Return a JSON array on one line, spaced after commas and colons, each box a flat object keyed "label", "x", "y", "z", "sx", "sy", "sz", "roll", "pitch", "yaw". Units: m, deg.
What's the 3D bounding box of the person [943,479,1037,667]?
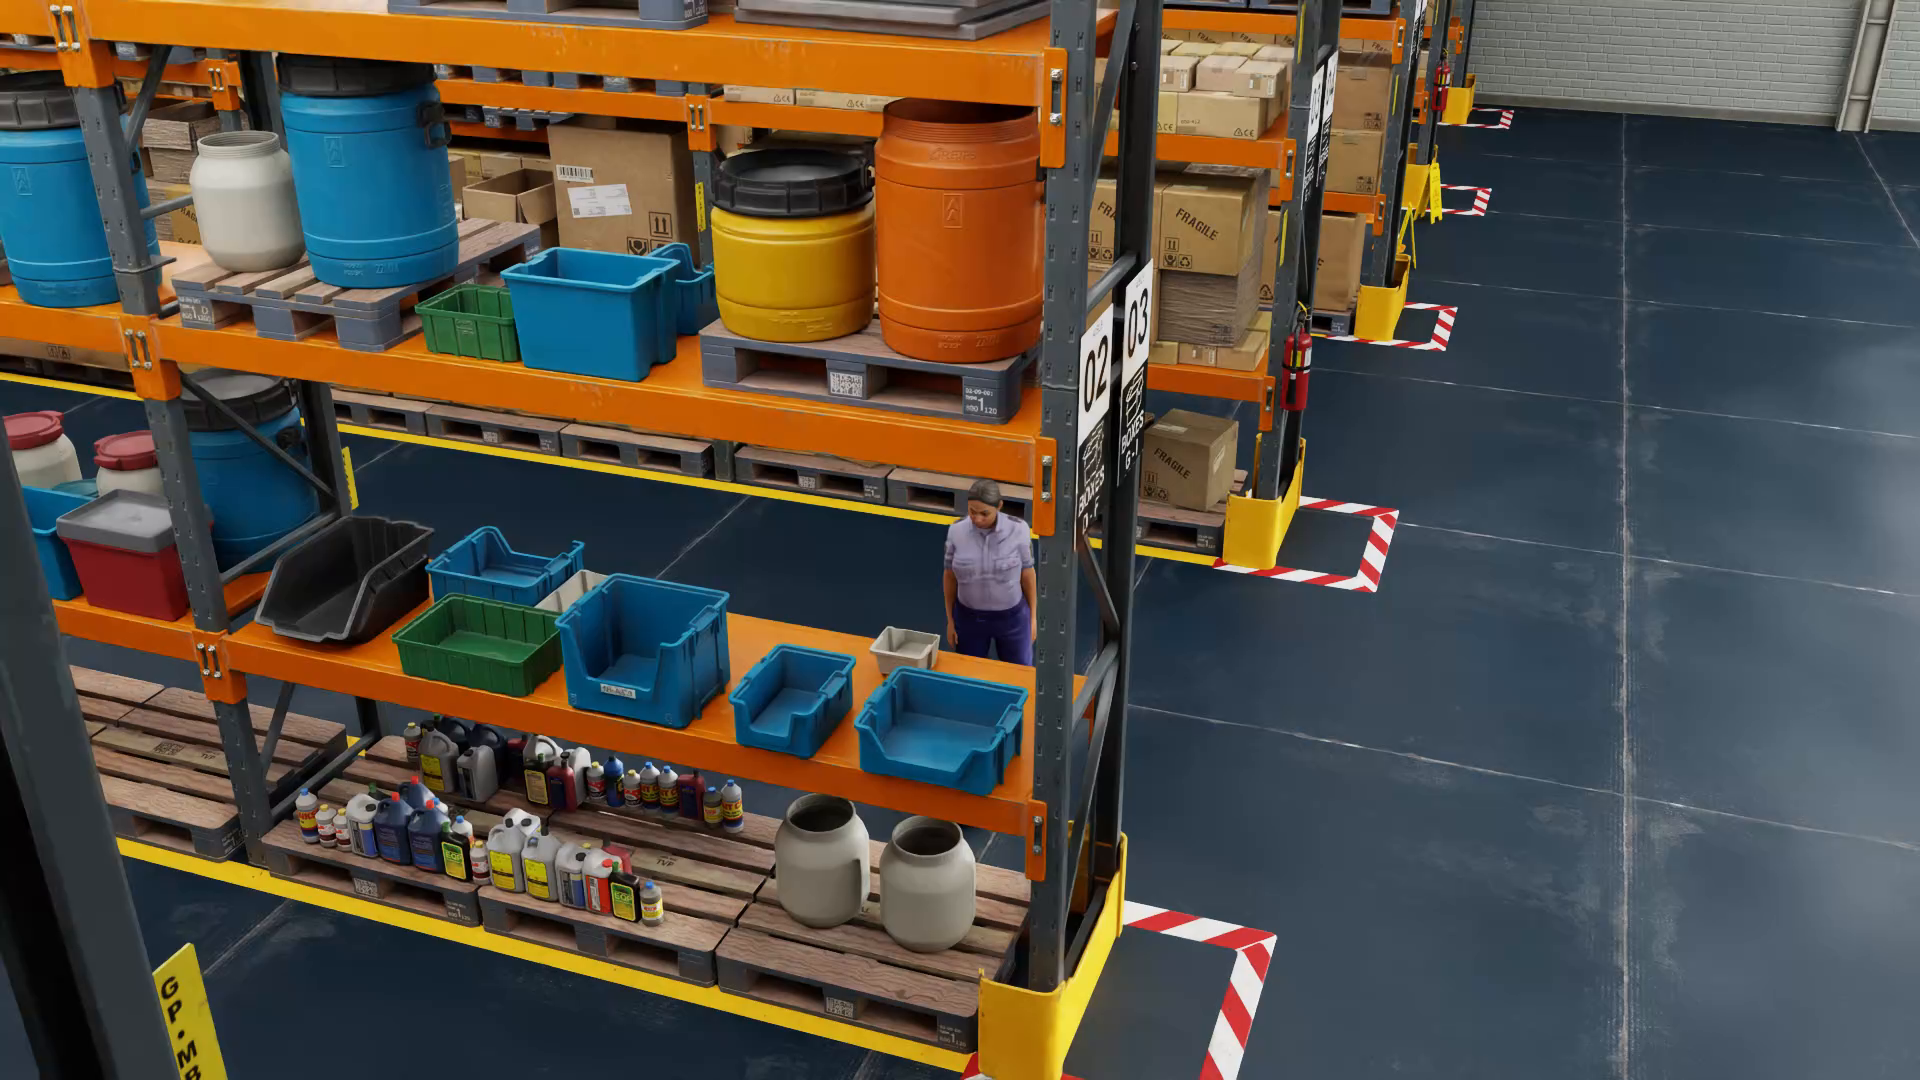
[{"label": "person", "x": 0.168, "y": 0.470, "z": 8.595, "sx": 0.547, "sy": 1.679, "sz": 0.430, "roll": 5, "pitch": 26, "yaw": 10}]
